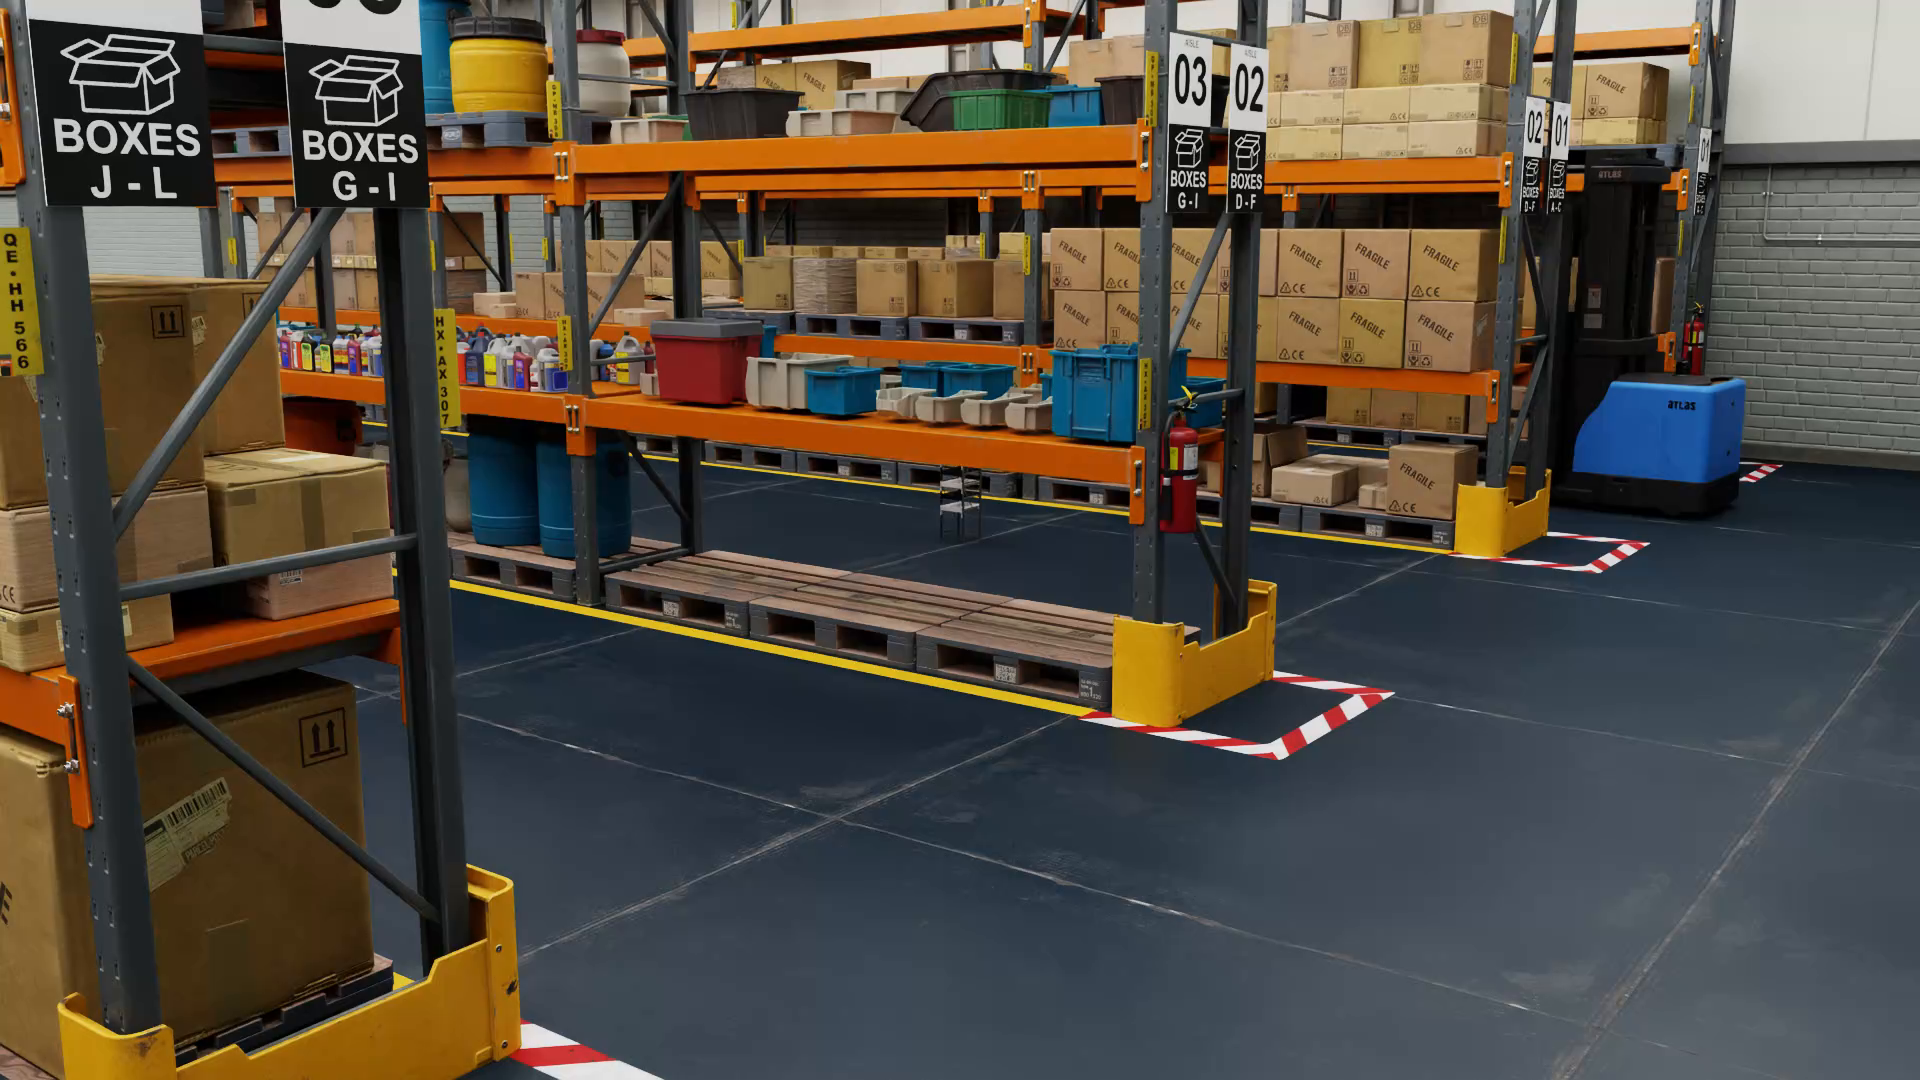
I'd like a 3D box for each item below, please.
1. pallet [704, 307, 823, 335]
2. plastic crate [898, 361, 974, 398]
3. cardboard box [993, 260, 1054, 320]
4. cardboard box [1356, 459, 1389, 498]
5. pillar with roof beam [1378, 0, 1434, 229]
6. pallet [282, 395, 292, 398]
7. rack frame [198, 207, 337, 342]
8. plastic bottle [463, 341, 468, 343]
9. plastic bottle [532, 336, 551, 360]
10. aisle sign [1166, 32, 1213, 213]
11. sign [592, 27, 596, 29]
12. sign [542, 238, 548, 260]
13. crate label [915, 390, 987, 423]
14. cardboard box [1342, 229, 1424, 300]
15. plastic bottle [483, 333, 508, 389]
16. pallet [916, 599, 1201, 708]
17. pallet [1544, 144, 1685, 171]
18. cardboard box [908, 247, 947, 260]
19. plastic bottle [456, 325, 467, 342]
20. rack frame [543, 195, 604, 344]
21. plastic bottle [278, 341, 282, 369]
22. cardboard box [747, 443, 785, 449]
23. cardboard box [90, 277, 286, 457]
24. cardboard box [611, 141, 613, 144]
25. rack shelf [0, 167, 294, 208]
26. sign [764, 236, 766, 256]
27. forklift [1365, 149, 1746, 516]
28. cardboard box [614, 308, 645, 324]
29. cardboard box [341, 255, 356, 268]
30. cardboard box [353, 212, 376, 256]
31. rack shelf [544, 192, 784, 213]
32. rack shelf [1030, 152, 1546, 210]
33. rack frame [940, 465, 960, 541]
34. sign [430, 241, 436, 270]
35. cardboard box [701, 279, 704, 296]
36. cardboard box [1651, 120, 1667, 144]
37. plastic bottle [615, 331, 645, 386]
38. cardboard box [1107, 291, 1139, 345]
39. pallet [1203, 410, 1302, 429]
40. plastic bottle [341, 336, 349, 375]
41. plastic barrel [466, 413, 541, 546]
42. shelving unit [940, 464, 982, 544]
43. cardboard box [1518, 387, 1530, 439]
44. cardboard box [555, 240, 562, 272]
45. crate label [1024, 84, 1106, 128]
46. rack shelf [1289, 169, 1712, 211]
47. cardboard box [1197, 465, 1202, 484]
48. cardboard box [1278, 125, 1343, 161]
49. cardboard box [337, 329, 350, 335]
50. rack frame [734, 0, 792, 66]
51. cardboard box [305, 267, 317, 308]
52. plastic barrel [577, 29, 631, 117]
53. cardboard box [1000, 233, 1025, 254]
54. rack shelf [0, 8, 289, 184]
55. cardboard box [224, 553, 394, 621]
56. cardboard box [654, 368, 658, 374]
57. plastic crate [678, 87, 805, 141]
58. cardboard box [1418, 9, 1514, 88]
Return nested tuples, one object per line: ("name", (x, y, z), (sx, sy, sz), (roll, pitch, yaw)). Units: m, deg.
("pallet", (-1.755, -2.181, 16.410), (1.003, 0.211, 1.213), (8, 13, 36))
("plastic crate", (-0.137, -0.890, 9.517), (0.300, 0.233, 0.416), (8, 13, 36))
("cardboard box", (0.632, -2.233, 14.808), (0.500, 0.500, 0.700), (3, 11, 16))
("cardboard box", (3.432, -0.468, 13.131), (0.500, 0.250, 0.500), (8, 13, 36))
("pillar with roof beam", (2.338, -4.990, 14.629), (0.400, 9.000, 9.100), (8, 13, 36))
("pallet", (-8.150, -1.791, 21.233), (1.213, 0.211, 1.003), (8, 13, 36))
("rack frame", (-5.278, -1.583, 12.812), (0.127, 3.000, 1.000), (8, 13, 36))
("plastic bottle", (-3.313, -1.199, 11.166), (0.097, 0.271, 0.097), (0, 11, 0))
("plastic bottle", (-2.948, -1.286, 11.608), (0.135, 0.276, 0.152), (8, 13, 36))
("aisle sign", (1.055, -1.906, 7.643), (0.004, 0.787, 0.394), (8, 13, 36))
("sign", (-5.517, -7.563, 25.055), (0.005, 0.325, 0.100), (8, 13, 36))
("sign", (-6.183, -4.341, 24.790), (0.005, 0.325, 0.100), (8, 13, 36))
("crate label", (-0.058, -0.709, 8.836), (0.243, 0.136, 0.396), (8, 13, 36))
("cardboard box", (3.176, -2.046, 12.310), (0.500, 0.500, 0.500), (8, 14, 37))
("plastic bottle", (-2.988, -1.162, 10.768), (0.185, 0.351, 0.144), (8, 13, 36))
("pallet", (0.529, 0.587, 8.938), (1.213, 0.211, 1.003), (8, 13, 36))
("pallet", (6.430, -3.711, 16.149), (1.213, 0.211, 1.003), (8, 13, 36))
("cardboard box", (-0.265, -3.474, 21.169), (0.500, 0.500, 0.700), (6, 13, 30))
("plastic bottle", (-3.674, -1.425, 12.130), (0.185, 0.351, 0.144), (8, 13, 36))
("rack frame", (-5.862, -3.999, 25.301), (0.127, 3.000, 1.000), (8, 13, 36))
("plastic bottle", (-4.965, -1.359, 12.178), (0.097, 0.201, 0.097), (0, 11, 0))
("cardboard box", (-1.720, -1.176, 16.135), (0.500, 0.500, 0.500), (7, 13, 33))
("cardboard box", (-2.391, -0.517, 4.942), (0.500, 0.500, 0.500), (8, 13, 34))
("cardboard box", (-3.629, -4.110, 17.270), (0.500, 0.250, 0.500), (8, 13, 34))
("rack shelf", (-6.890, -2.927, 13.758), (4.000, 0.370, 1.077), (8, 13, 36))
("sign", (-2.029, -2.954, 17.062), (0.005, 0.325, 0.100), (8, 13, 36))
("forklift", (5.085, -1.837, 14.309), (3.031, 2.935, 1.130), (9, 14, 39))
("cardboard box", (-3.404, -2.352, 17.450), (0.250, 0.149, 0.380), (9, 14, 40))
("cardboard box", (-7.151, -3.328, 19.863), (0.250, 0.149, 0.380), (8, 14, 37))
("cardboard box", (-6.739, -3.638, 19.759), (0.500, 0.500, 0.700), (8, 13, 36))
("rack shelf", (-4.250, -4.893, 23.922), (4.000, 0.370, 1.077), (8, 13, 36))
("rack shelf", (2.493, -2.785, 13.027), (4.000, 0.370, 1.077), (8, 13, 36))
("rack frame", (-0.075, -0.452, 12.499), (0.006, 0.900, 0.240), (8, 13, 36))
("sign", (-5.894, -3.169, 18.525), (0.005, 0.325, 0.100), (8, 13, 36))
("cardboard box", (-3.596, -3.549, 23.321), (0.500, 0.250, 0.500), (8, 14, 36))
("cardboard box", (6.591, -3.974, 16.301), (0.500, 0.250, 0.500), (9, 14, 38))
("plastic bottle", (-2.178, -1.202, 10.977), (0.185, 0.351, 0.144), (8, 13, 36))
("cardboard box", (1.545, -1.784, 13.589), (0.500, 0.500, 0.500), (8, 14, 37))
("pallet", (3.144, -1.356, 18.981), (1.213, 0.211, 1.003), (8, 13, 36))
("plastic bottle", (-4.298, -1.300, 11.691), (0.097, 0.271, 0.097), (0, 11, 0))
("plastic barrel", (-3.053, -0.452, 11.388), (0.708, 0.901, 0.600), (8, 13, 36))
("shelving unit", (0.007, -0.441, 12.439), (0.210, 0.900, 0.258), (8, 13, 36))
("cardboard box", (6.008, -1.298, 16.819), (0.500, 0.500, 0.700), (8, 13, 35))
("cardboard box", (-5.655, -4.203, 24.727), (0.500, 0.500, 0.500), (8, 14, 36))
("crate label", (0.618, -2.236, 8.684), (0.502, 0.251, 0.408), (8, 13, 36))
("rack shelf", (5.422, -3.544, 16.949), (4.000, 0.370, 1.077), (8, 13, 36))
("cardboard box", (1.795, -0.540, 13.723), (0.250, 0.166, 0.380), (8, 13, 36))
("cardboard box", (2.728, -2.970, 12.480), (0.500, 0.250, 0.500), (8, 13, 36))
("cardboard box", (-8.182, -2.449, 21.453), (0.500, 0.500, 0.500), (8, 13, 36))
("rack frame", (-2.638, -6.494, 22.407), (0.127, 3.000, 1.000), (8, 13, 36))
("cardboard box", (-7.599, -3.119, 20.494), (0.500, 0.500, 0.700), (8, 14, 36))
("plastic barrel", (-2.330, -2.976, 10.654), (0.433, 0.535, 0.433), (0, 11, 0))
("cardboard box", (0.823, -3.579, 20.057), (0.500, 0.250, 0.500), (8, 14, 37))
("rack shelf", (-3.373, -1.269, 5.190), (4.000, 0.370, 1.077), (8, 13, 36))
("cardboard box", (-1.852, 0.108, 4.735), (0.250, 0.149, 0.380), (8, 14, 36))
("cardboard box", (-3.429, -1.691, 18.032), (0.500, 0.311, 0.500), (7, 13, 34))
("plastic crate", (-1.215, -2.360, 9.277), (0.590, 0.269, 0.497), (8, 13, 36))
("cardboard box", (3.682, -3.509, 11.977), (0.500, 0.500, 0.700), (8, 13, 36))
